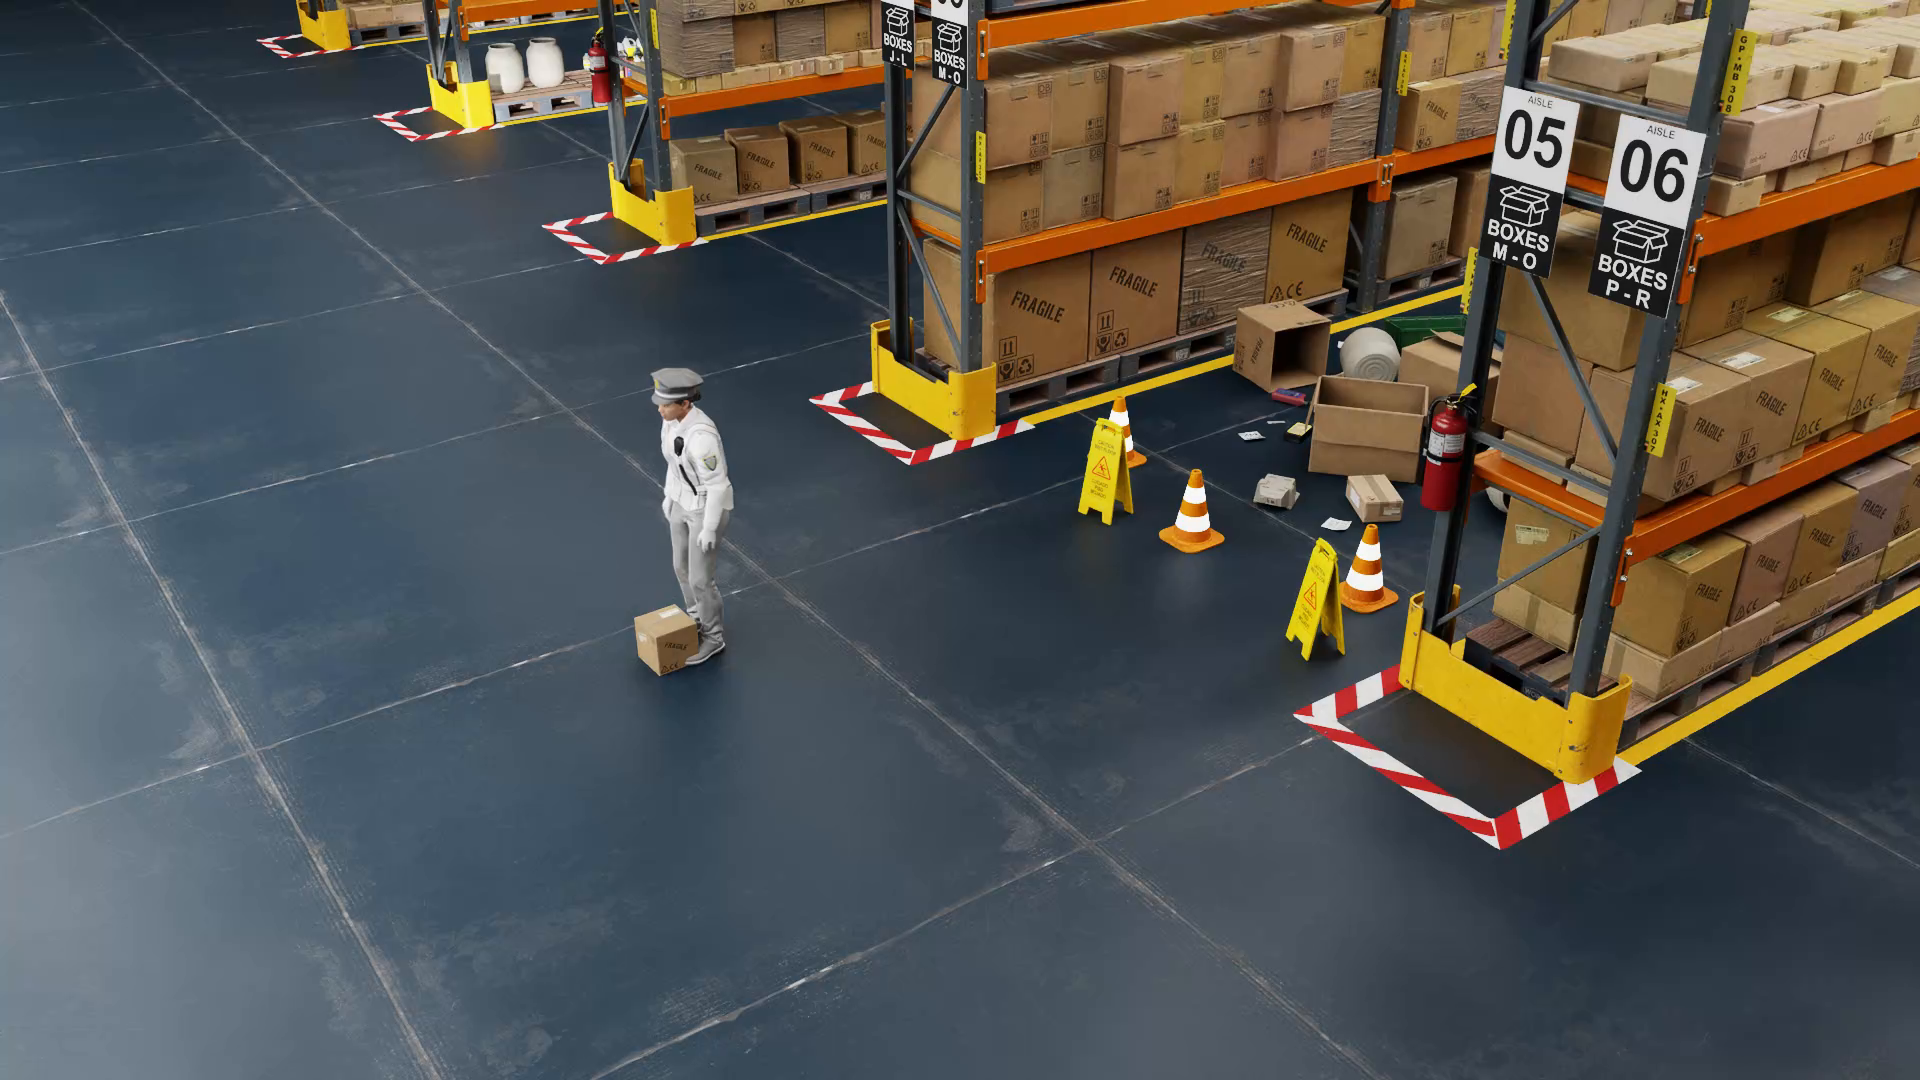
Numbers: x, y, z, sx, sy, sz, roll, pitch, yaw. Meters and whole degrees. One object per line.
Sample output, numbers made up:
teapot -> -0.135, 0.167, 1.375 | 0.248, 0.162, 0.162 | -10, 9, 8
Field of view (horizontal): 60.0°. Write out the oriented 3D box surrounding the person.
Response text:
person -> -1.426, -0.140, 8.875 | 0.403, 1.663, 0.529 | -19, 34, -30
